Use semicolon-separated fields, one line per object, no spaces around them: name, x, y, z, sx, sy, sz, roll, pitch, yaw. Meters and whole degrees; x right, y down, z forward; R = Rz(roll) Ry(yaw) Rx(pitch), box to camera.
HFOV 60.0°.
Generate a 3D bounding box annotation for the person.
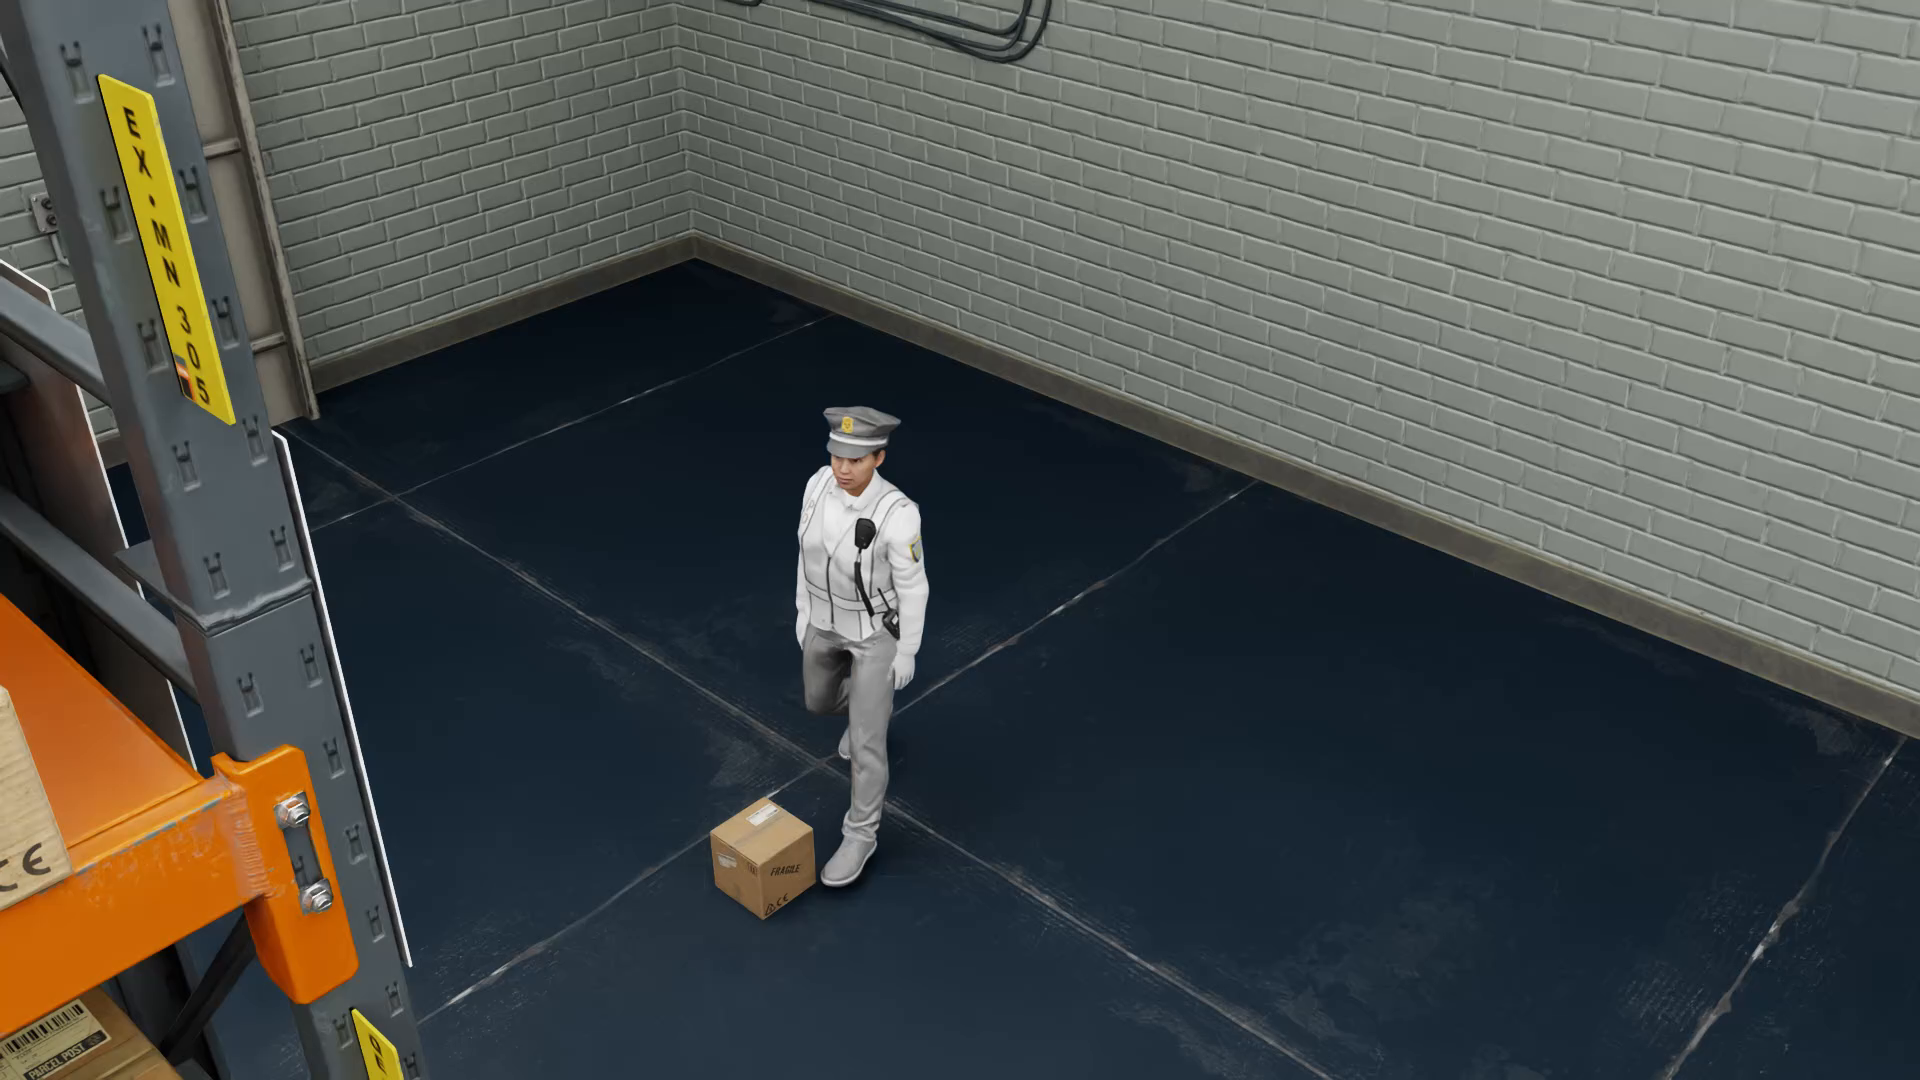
person;-0.348;0.279;5.623;0.526;1.669;0.787;20;37;29
